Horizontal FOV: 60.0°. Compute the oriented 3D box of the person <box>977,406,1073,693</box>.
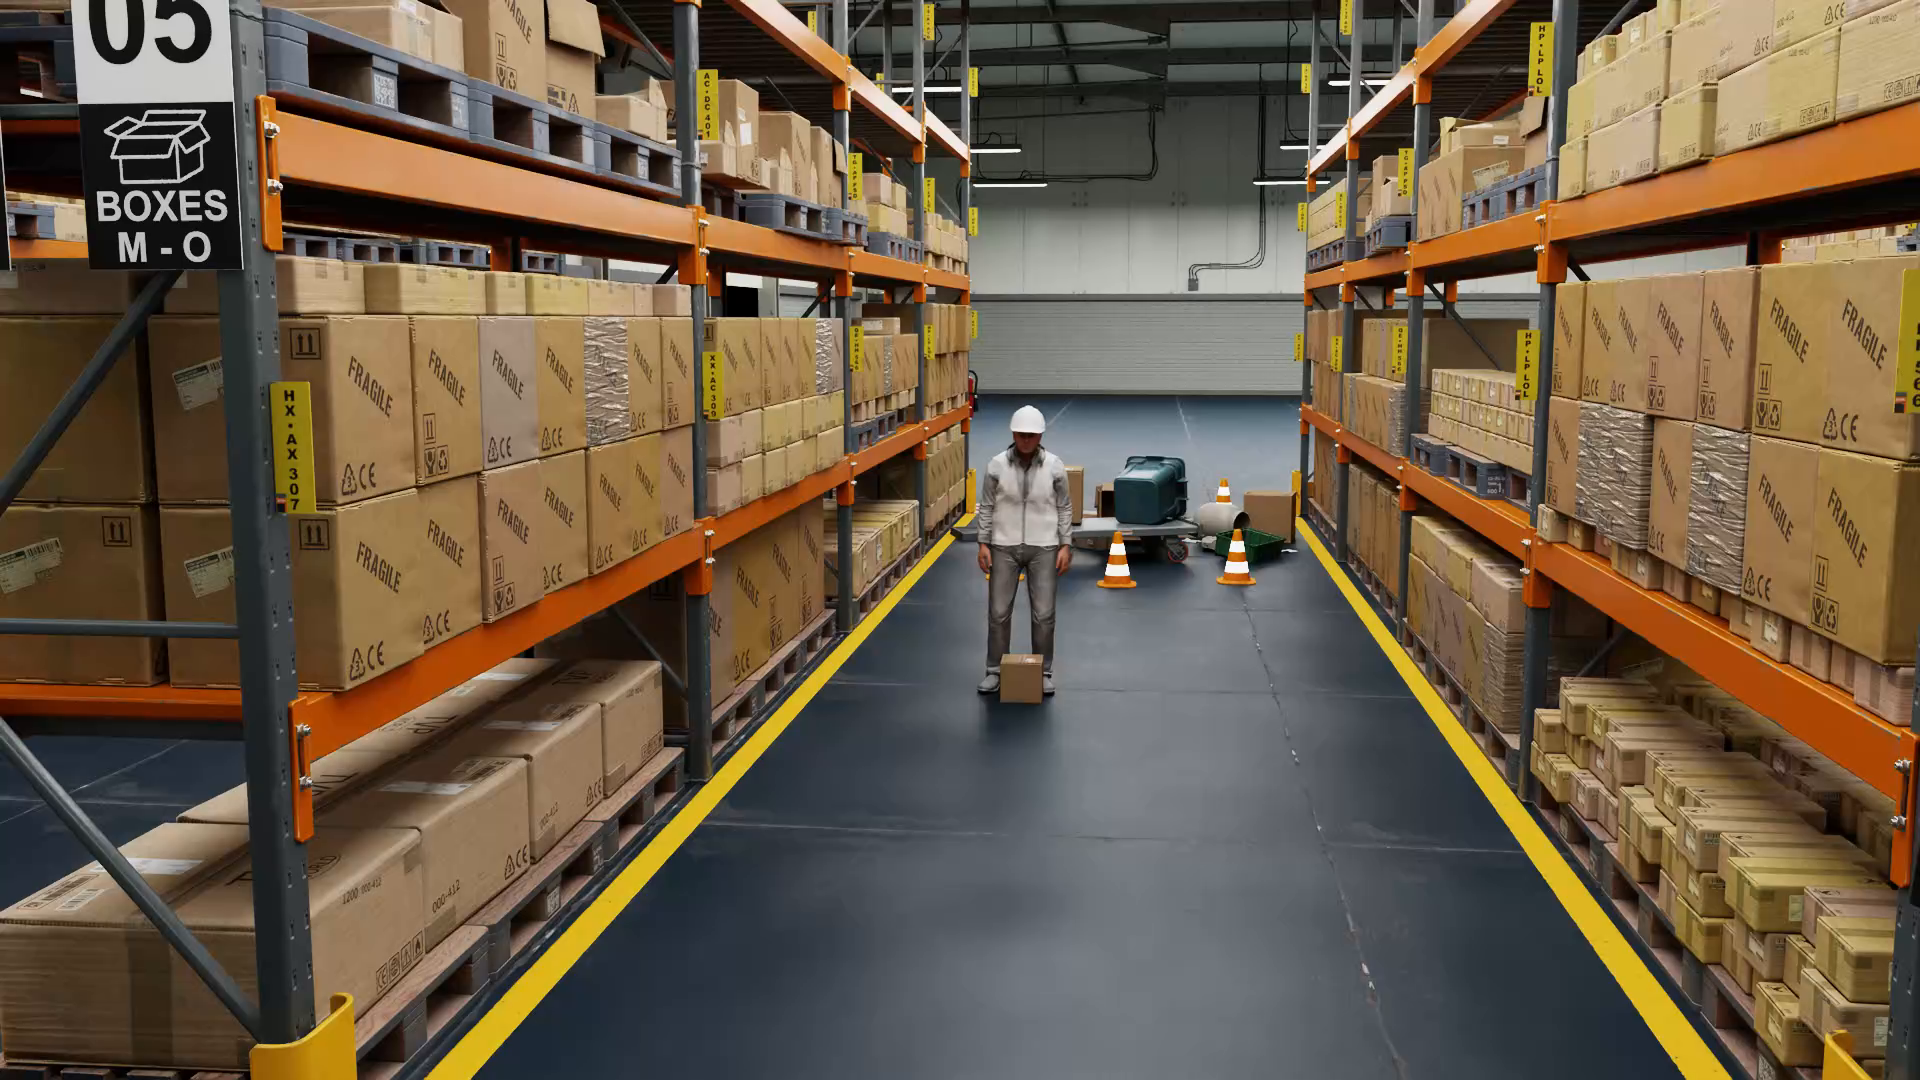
[{"bbox_3d":[0.399,0.056,10.265,0.586,1.771,0.466,1,8,5],"label":"person"}]
